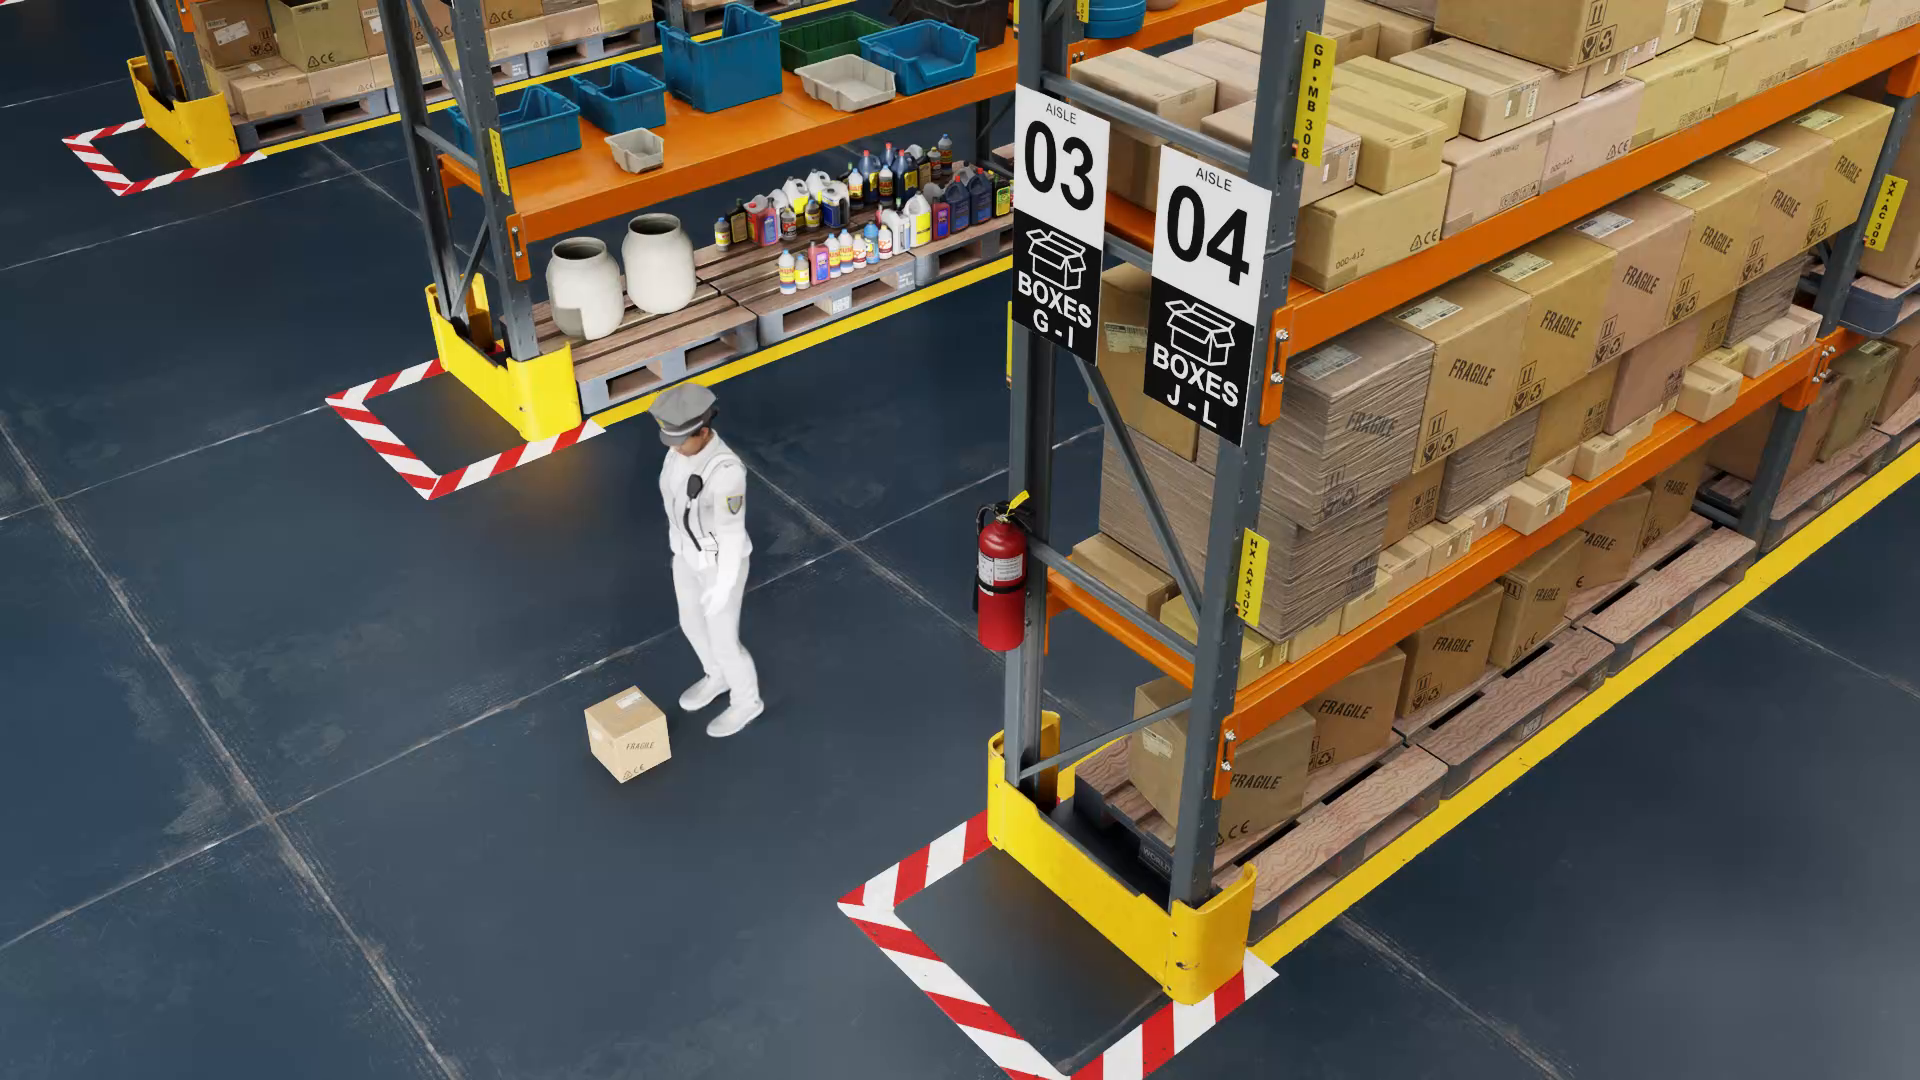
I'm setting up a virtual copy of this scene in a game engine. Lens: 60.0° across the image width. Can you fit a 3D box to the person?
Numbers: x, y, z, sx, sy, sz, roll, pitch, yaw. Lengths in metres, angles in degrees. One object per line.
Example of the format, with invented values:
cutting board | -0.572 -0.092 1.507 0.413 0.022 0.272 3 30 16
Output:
person | -1.044 0.096 6.958 0.338 1.661 0.476 -25 43 -31
